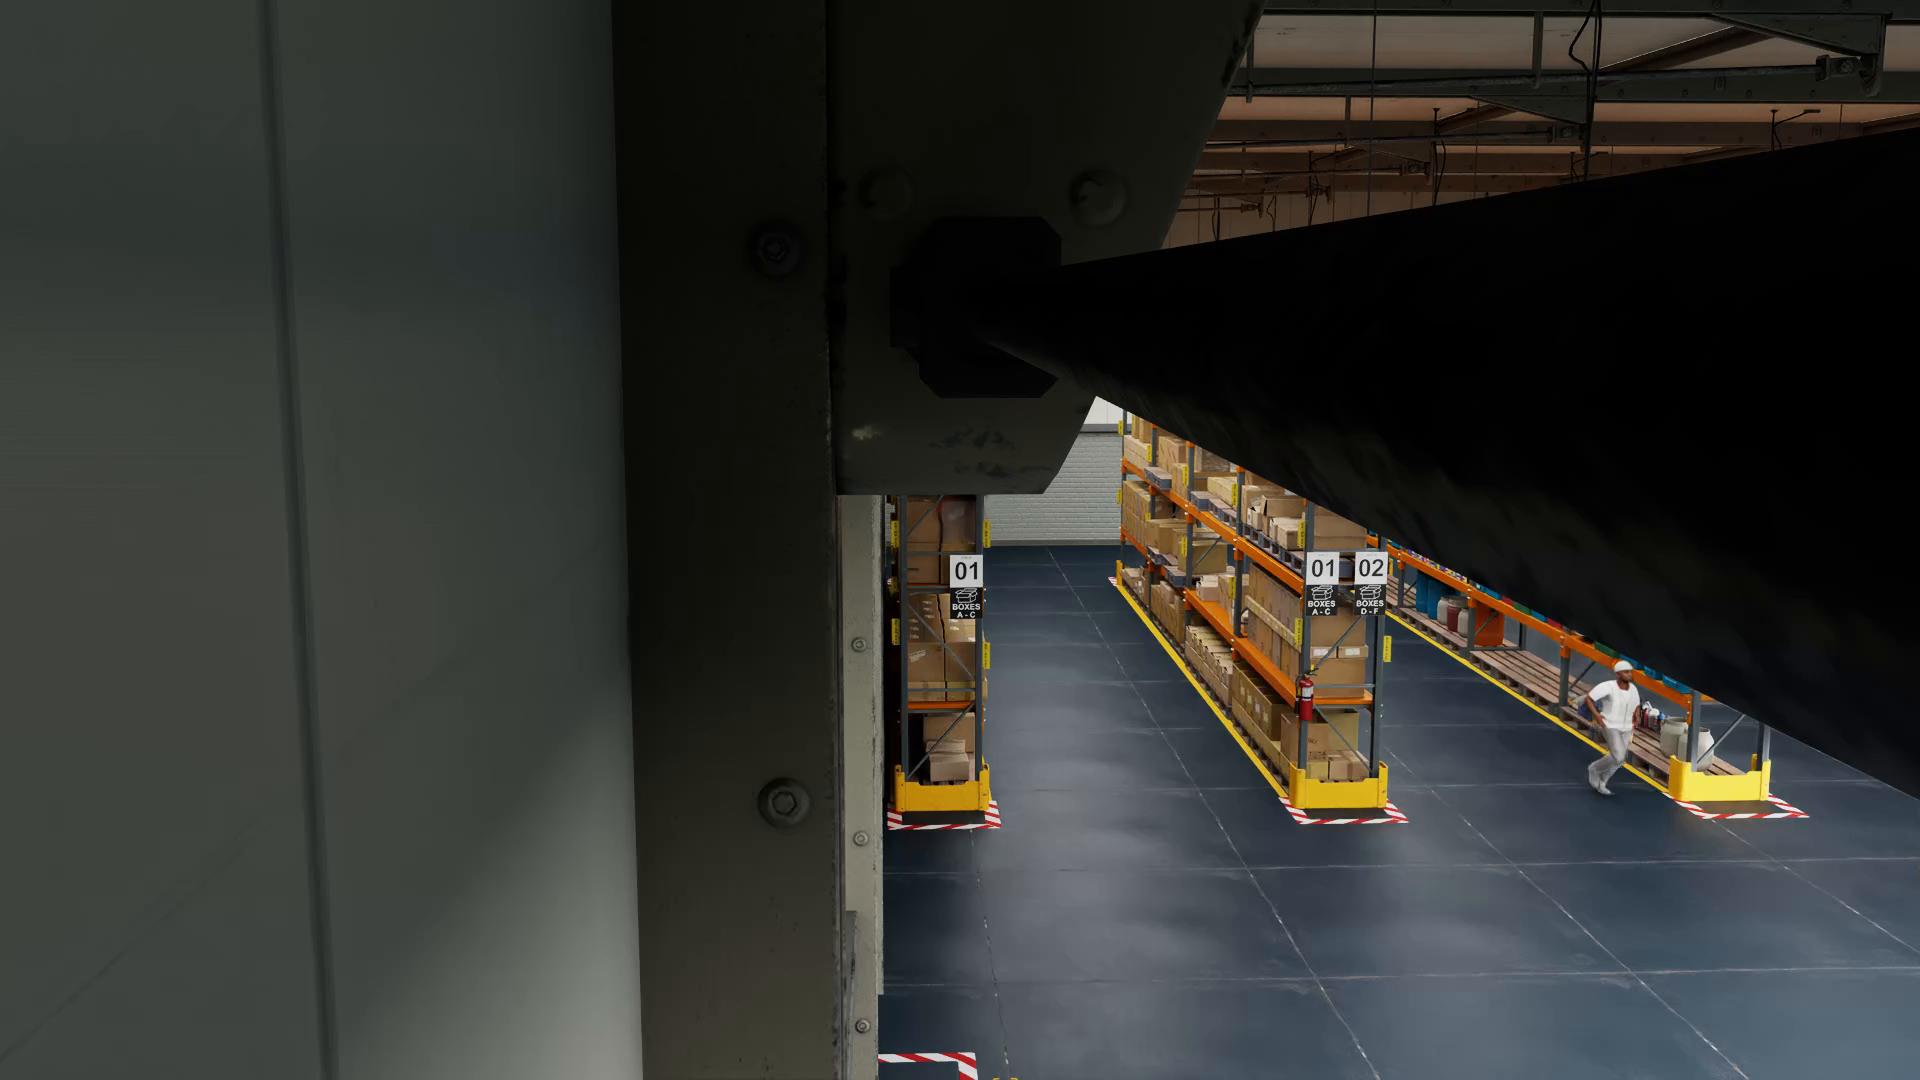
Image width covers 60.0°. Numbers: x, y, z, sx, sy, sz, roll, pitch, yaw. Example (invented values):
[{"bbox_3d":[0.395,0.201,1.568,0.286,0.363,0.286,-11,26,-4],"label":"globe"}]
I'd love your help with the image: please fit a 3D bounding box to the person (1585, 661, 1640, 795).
[{"bbox_3d":[8.358,2.387,21.115,0.680,1.721,0.553,-3,9,-21],"label":"person"}]
